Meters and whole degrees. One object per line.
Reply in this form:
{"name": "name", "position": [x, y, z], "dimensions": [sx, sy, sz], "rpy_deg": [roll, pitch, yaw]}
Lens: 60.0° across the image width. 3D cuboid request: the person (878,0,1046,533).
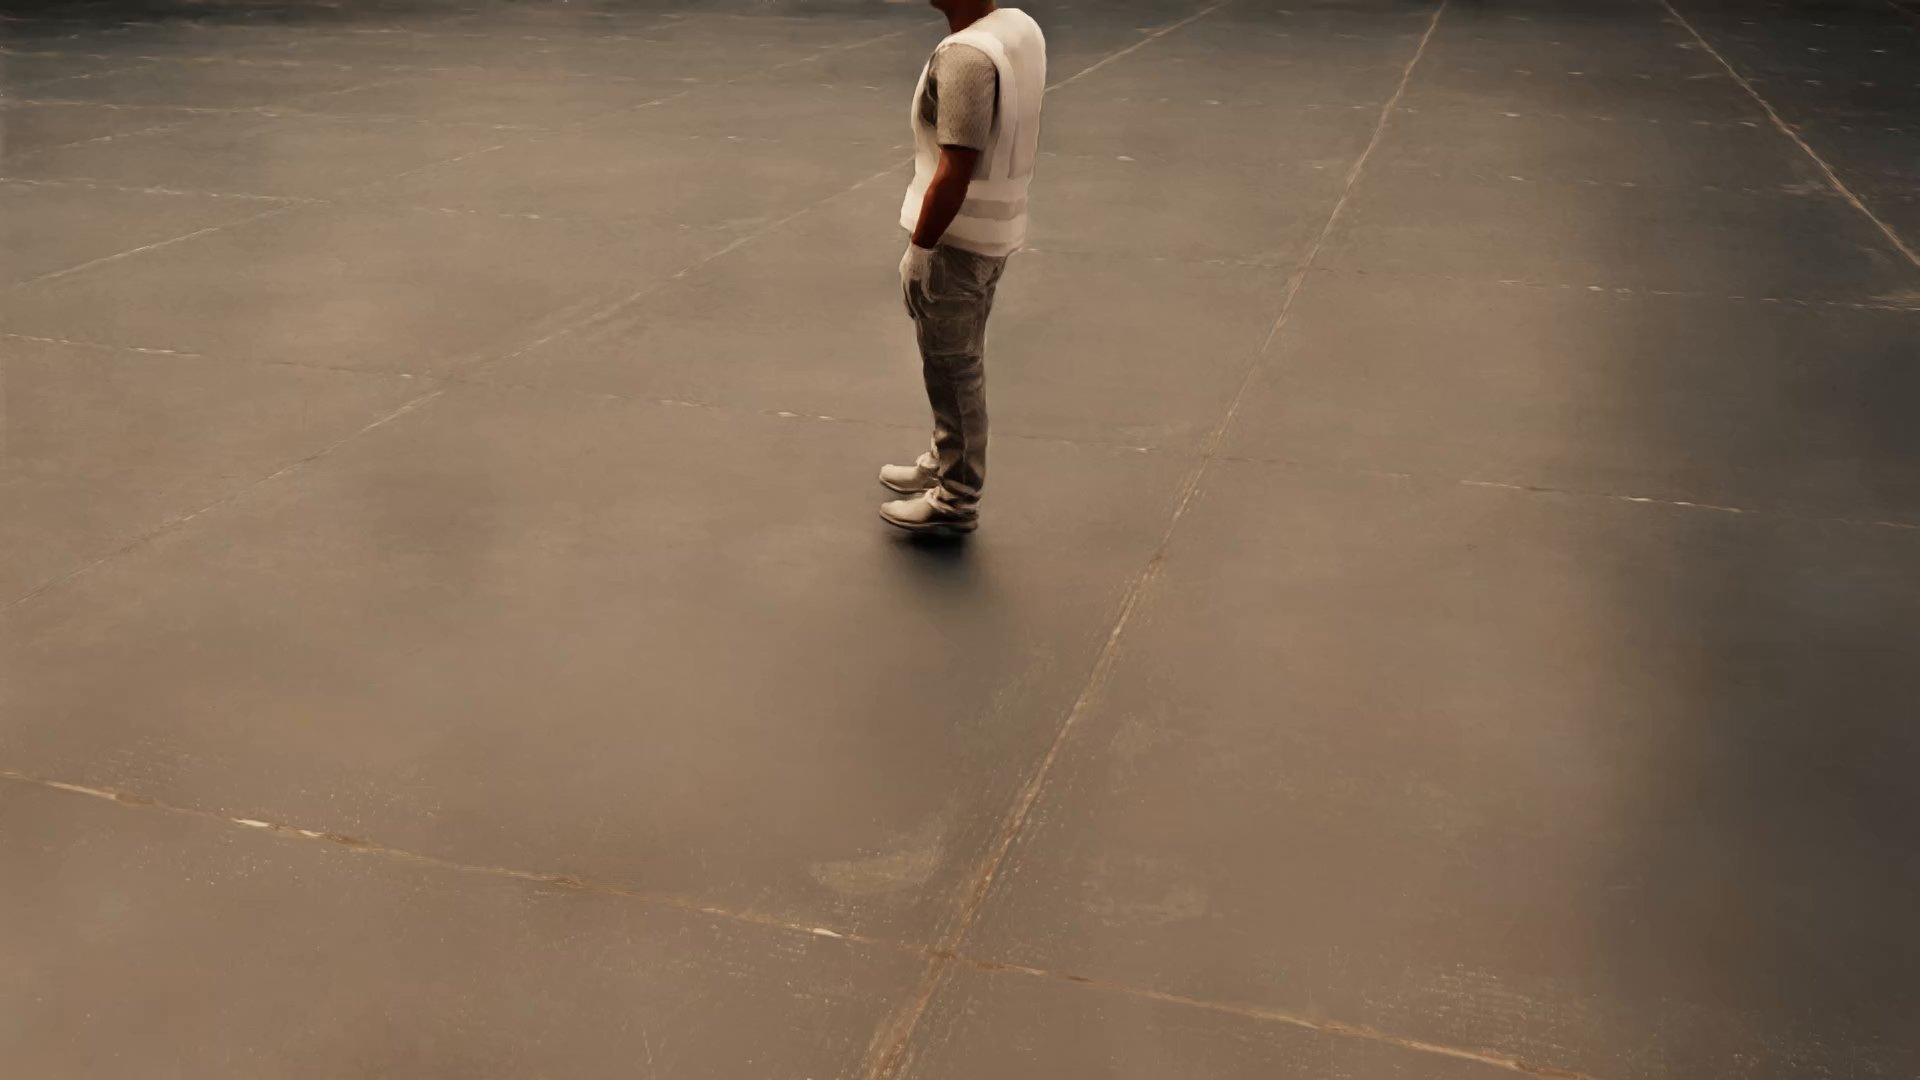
{"name": "person", "position": [-0.066, -0.878, 4.789], "dimensions": [0.576, 1.782, 0.655], "rpy_deg": [7, 23, 16]}
